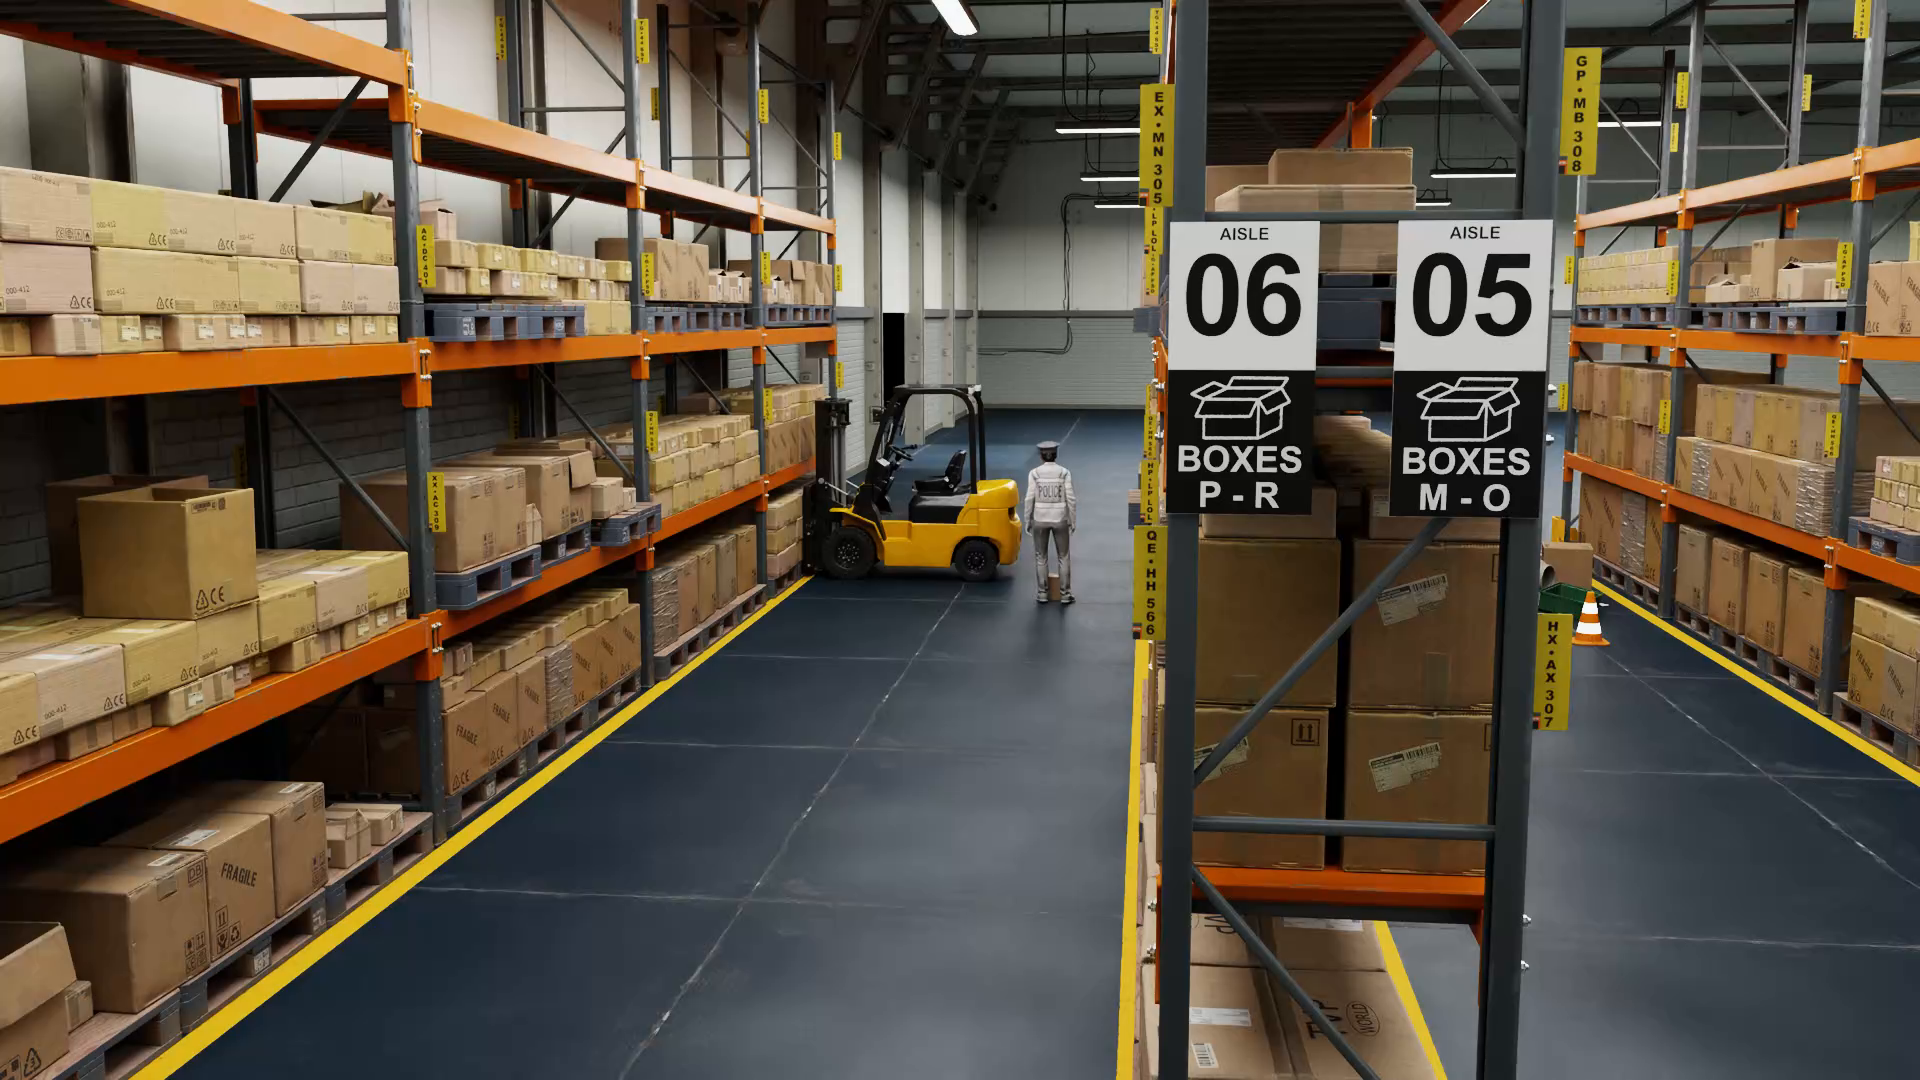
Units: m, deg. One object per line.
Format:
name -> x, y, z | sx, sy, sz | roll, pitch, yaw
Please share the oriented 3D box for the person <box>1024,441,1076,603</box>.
person -> 0.929, -0.180, 17.121 | 0.544, 1.663, 0.415 | 0, 8, 3
